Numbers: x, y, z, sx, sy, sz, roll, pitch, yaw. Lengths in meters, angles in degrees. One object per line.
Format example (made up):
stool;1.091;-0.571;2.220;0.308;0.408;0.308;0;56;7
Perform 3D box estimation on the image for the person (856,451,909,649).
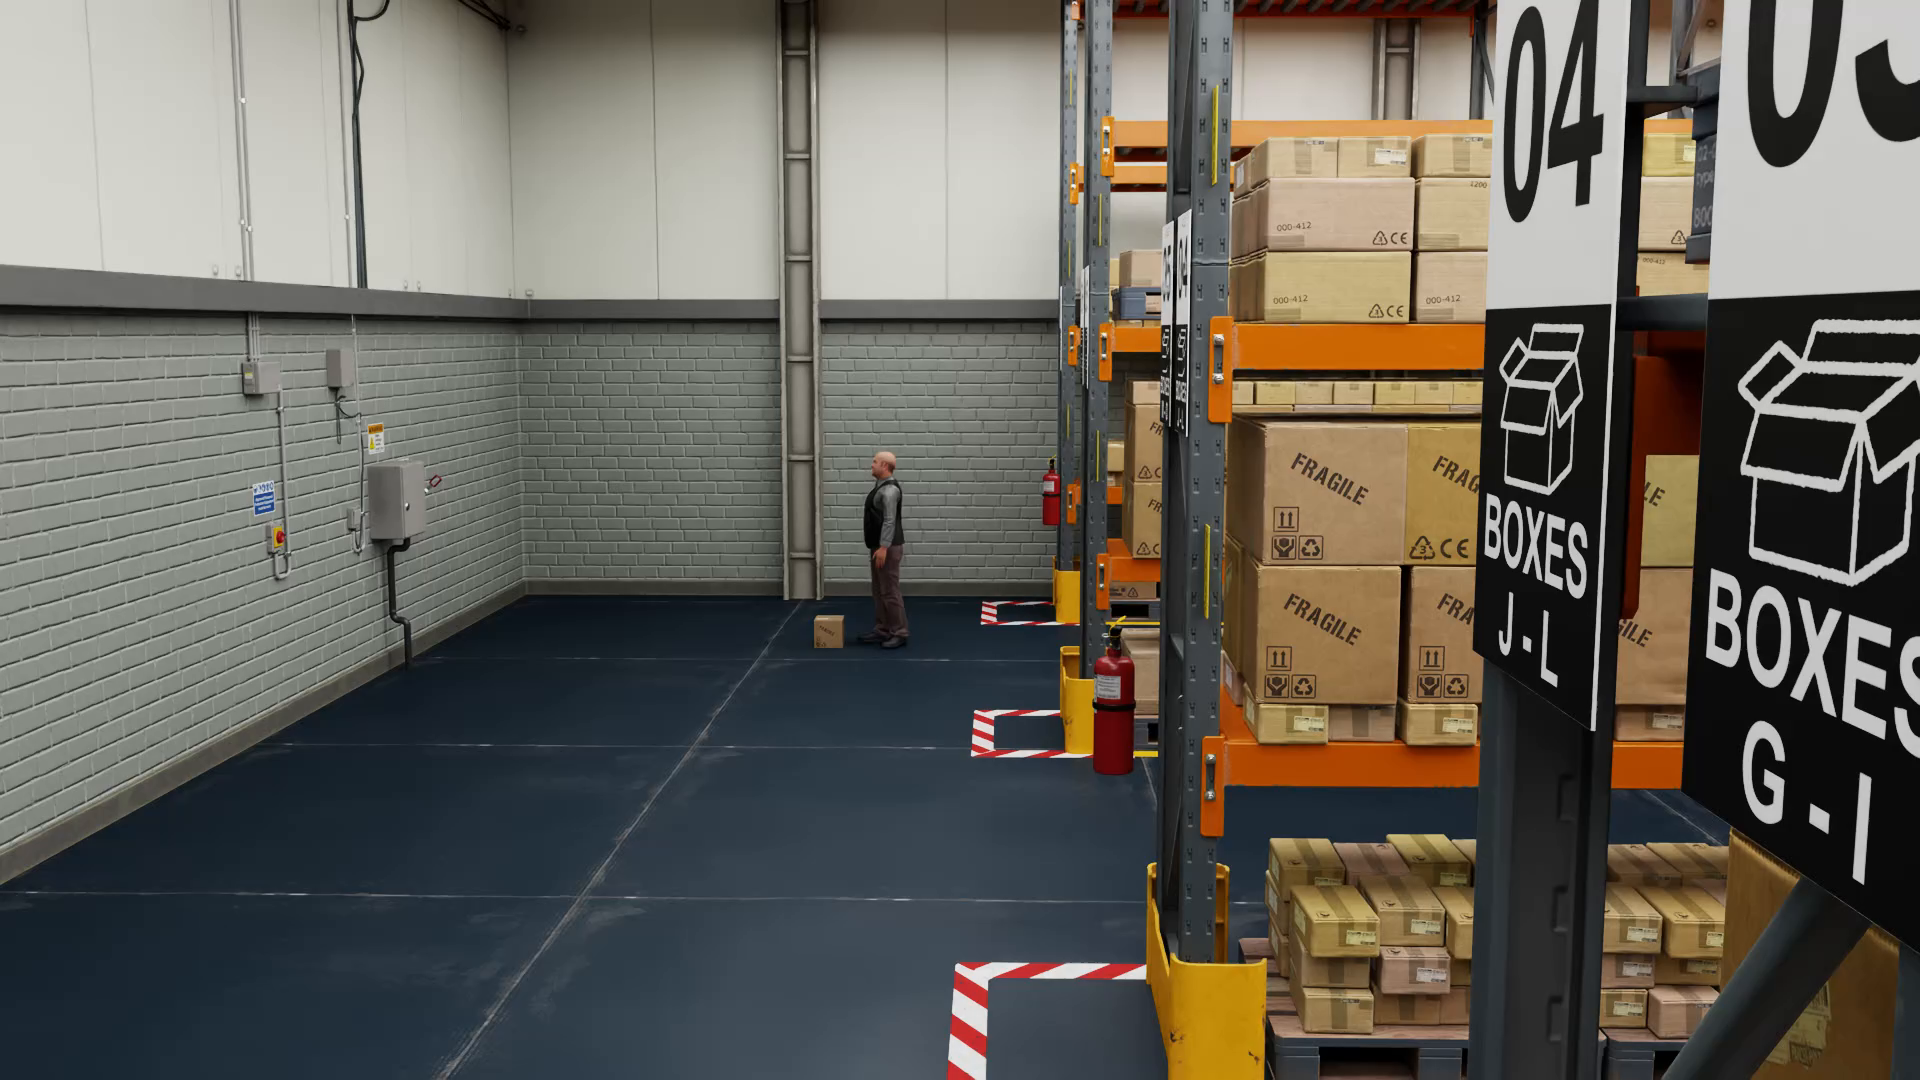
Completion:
person;-0.683;0.081;14.663;0.455;1.724;0.553;-1;7;-7
